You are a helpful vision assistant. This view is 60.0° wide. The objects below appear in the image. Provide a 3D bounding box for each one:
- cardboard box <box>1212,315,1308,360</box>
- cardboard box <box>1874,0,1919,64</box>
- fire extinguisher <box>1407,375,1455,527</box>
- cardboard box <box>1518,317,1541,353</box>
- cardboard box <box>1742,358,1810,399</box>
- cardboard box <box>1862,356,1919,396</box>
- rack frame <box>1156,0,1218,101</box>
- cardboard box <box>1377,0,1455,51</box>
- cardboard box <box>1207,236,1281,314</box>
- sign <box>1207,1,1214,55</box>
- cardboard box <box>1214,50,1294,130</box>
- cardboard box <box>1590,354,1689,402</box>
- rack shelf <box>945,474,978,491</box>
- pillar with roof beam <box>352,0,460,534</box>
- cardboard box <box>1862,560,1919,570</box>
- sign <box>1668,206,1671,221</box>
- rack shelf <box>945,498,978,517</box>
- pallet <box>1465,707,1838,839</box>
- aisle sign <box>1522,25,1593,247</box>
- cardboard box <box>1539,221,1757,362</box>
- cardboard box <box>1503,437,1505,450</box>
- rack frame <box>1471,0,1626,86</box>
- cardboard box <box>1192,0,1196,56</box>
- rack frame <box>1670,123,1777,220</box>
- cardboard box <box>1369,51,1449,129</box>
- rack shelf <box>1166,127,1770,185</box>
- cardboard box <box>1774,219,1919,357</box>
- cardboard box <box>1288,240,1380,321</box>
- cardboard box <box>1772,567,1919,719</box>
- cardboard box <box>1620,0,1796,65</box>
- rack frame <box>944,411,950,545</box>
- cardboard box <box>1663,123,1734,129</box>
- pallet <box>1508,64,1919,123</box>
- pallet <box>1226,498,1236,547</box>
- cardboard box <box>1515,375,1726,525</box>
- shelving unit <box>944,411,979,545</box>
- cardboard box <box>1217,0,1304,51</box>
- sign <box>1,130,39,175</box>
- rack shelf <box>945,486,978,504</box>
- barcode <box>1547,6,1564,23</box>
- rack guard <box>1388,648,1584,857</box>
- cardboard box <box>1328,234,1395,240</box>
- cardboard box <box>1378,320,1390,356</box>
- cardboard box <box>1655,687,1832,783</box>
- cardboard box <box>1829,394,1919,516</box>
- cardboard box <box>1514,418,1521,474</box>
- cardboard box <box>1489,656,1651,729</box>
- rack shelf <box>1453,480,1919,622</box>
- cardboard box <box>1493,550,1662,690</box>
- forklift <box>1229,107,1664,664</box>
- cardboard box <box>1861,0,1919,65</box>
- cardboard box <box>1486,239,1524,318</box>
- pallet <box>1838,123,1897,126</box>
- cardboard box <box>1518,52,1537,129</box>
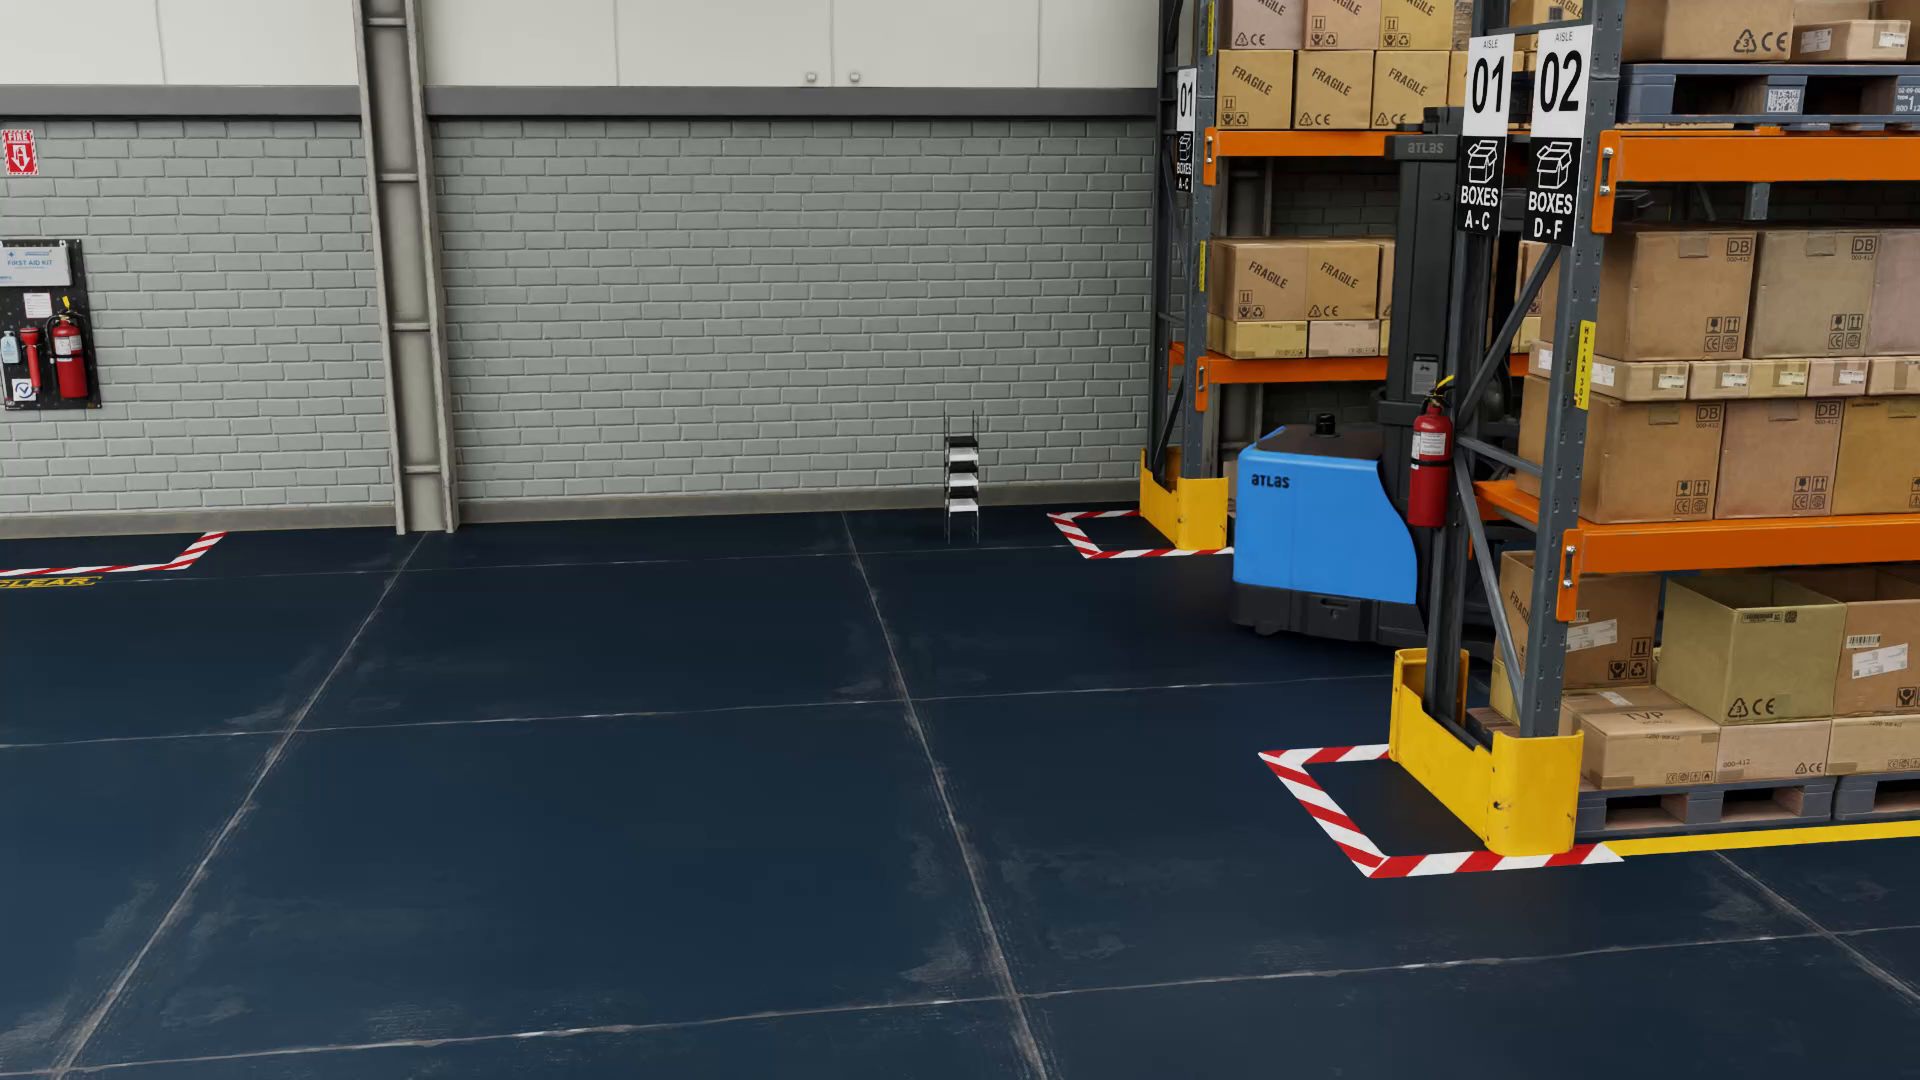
[{"bbox_3d":[2.050,-1.401,11.408,0.500,0.250,0.500,-3,14,-10],"label":"cardboard box"},{"bbox_3d":[3.945,-2.100,6.408,0.500,0.500,0.500,-2,14,-8],"label":"cardboard box"},{"bbox_3d":[2.076,-0.401,7.313,0.183,0.674,0.296,-2,14,-8],"label":"fire extinguisher"},{"bbox_3d":[4.063,-1.476,11.709,0.500,0.250,0.500,-2,14,-9],"label":"cardboard box"},{"bbox_3d":[3.189,-0.675,6.710,0.250,0.149,0.380,-2,14,-8],"label":"cardboard box"},{"bbox_3d":[3.703,-0.694,6.785,0.250,0.149,0.380,-3,14,-10],"label":"cardboard box"},{"bbox_3d":[1.520,-4.432,10.896,0.127,3.000,1.000,-2,14,-8],"label":"rack frame"},{"bbox_3d":[2.946,-3.503,11.056,0.500,0.500,0.500,-2,14,-7],"label":"cardboard box"},{"bbox_3d":[1.955,-1.891,11.823,0.500,0.500,0.500,-2,14,-9],"label":"cardboard box"},{"bbox_3d":[1.601,-3.271,10.634,0.005,0.325,0.100,-2,14,-8],"label":"sign"},{"bbox_3d":[1.888,-2.988,11.055,0.500,0.500,0.500,-2,14,-7],"label":"cardboard box"},{"bbox_3d":[2.682,-0.657,6.634,0.250,0.149,0.380,-2,14,-9],"label":"cardboard box"},{"bbox_3d":[0.008,-0.404,11.622,0.200,0.077,0.258,-2,14,-8],"label":"rack shelf"},{"bbox_3d":[-3.208,-3.413,6.831,0.400,9.000,9.100,-2,14,-8],"label":"pillar with roof beam"},{"bbox_3d":[4.229,0.287,7.660,0.500,0.500,0.500,-2,14,-8],"label":"cardboard box"},{"bbox_3d":[5.389,-2.362,12.595,0.005,0.325,0.100,-2,14,-8],"label":"sign"},{"bbox_3d":[0.008,-0.230,11.665,0.200,0.077,0.258,-2,14,-8],"label":"rack shelf"},{"bbox_3d":[3.012,0.984,7.365,1.213,0.211,1.003,-2,14,-8],"label":"pallet"},{"bbox_3d":[2.242,-1.516,6.256,0.004,0.787,0.394,-2,14,-8],"label":"aisle sign"},{"bbox_3d":[2.778,-1.025,6.768,0.500,0.500,0.700,-2,14,-8],"label":"cardboard box"},{"bbox_3d":[3.514,-0.562,12.031,0.500,0.500,0.700,-3,14,-12],"label":"cardboard box"},{"bbox_3d":[2.262,-3.241,6.146,0.127,3.000,1.000,-2,14,-8],"label":"rack frame"},{"bbox_3d":[1.908,-3.599,11.438,0.500,0.500,0.500,-1,14,-6],"label":"cardboard box"},{"bbox_3d":[5.476,-1.667,12.204,0.127,3.000,1.000,-2,14,-8],"label":"rack frame"},{"bbox_3d":[2.937,-3.018,11.177,0.500,0.500,0.500,-1,14,-6],"label":"cardboard box"},{"bbox_3d":[3.498,-2.701,11.638,4.000,0.370,1.077,-2,14,-8],"label":"rack shelf"},{"bbox_3d":[3.795,-1.063,6.923,0.500,0.500,0.700,-2,14,-8],"label":"cardboard box"},{"bbox_3d":[2.527,-1.784,11.393,0.500,0.500,0.500,-2,14,-8],"label":"cardboard box"},{"bbox_3d":[3.812,0.430,7.090,0.500,0.500,0.500,-2,14,-8],"label":"cardboard box"},{"bbox_3d":[2.831,-2.127,6.509,0.637,0.503,0.797,-1,14,-4],"label":"cardboard box"},{"bbox_3d":[-0.093,-0.433,11.599,0.006,0.900,0.240,-2,14,-8],"label":"rack frame"},{"bbox_3d":[5.010,-3.103,11.514,0.500,0.500,0.500,-2,14,-7],"label":"cardboard box"},{"bbox_3d":[2.965,-1.762,6.599,1.213,0.211,1.003,-2,14,-8],"label":"pallet"},{"bbox_3d":[2.404,-0.194,12.060,1.213,0.211,1.003,-2,14,-8],"label":"pallet"},{"bbox_3d":[2.725,-0.393,6.918,0.500,0.500,0.700,-2,14,-8],"label":"cardboard box"},{"bbox_3d":[0.008,-0.437,11.614,0.210,0.900,0.258,-2,14,-8],"label":"shelving unit"},{"bbox_3d":[1.937,-3.476,10.948,0.500,0.500,0.500,-3,14,-12],"label":"cardboard box"},{"bbox_3d":[-6.322,-2.606,11.182,0.199,0.298,0.001,-2,14,-8],"label":"sign"},{"bbox_3d":[0.008,-0.317,11.644,0.200,0.077,0.258,-2,14,-8],"label":"rack shelf"},{"bbox_3d":[2.488,-2.194,6.946,0.075,0.075,0.001,-2,14,-8],"label":"barcode"},{"bbox_3d":[2.238,0.882,7.176,0.348,0.500,1.175,-2,14,-8],"label":"rack guard"},{"bbox_3d":[2.964,-1.927,11.965,0.500,0.500,0.500,-2,14,-10],"label":"cardboard box"},{"bbox_3d":[3.066,-1.440,11.564,0.500,0.250,0.500,-2,14,-9],"label":"cardboard box"},{"bbox_3d":[3.319,0.814,7.099,0.500,0.250,0.500,-2,14,-8],"label":"cardboard box"},{"bbox_3d":[3.736,-0.430,7.065,0.500,0.500,0.700,-2,14,-8],"label":"cardboard box"},{"bbox_3d":[4.455,-0.621,12.266,0.500,0.500,0.500,-3,14,-13],"label":"cardboard box"},{"bbox_3d":[2.748,0.708,7.520,0.500,0.250,0.500,-2,14,-8],"label":"cardboard box"},{"bbox_3d":[4.239,-0.055,7.252,4.000,0.370,1.077,-2,14,-8],"label":"rack shelf"},{"bbox_3d":[2.748,0.344,7.430,0.500,0.500,0.500,-2,14,-8],"label":"cardboard box"},{"bbox_3d":[3.106,-0.832,9.015,3.031,2.935,1.130,7,16,25],"label":"forklift"},{"bbox_3d":[3.911,-2.140,6.953,0.500,0.311,0.500,0,14,-2],"label":"cardboard box"},{"bbox_3d":[3.548,-1.822,11.548,0.500,0.500,0.500,-2,14,-7],"label":"cardboard box"},{"bbox_3d":[7.127,-3.066,12.002,1.003,0.211,1.213,-2,14,-8],"label":"pallet"},{"bbox_3d":[3.969,-3.058,11.337,0.500,0.500,0.500,-3,14,-11],"label":"cardboard box"}]
